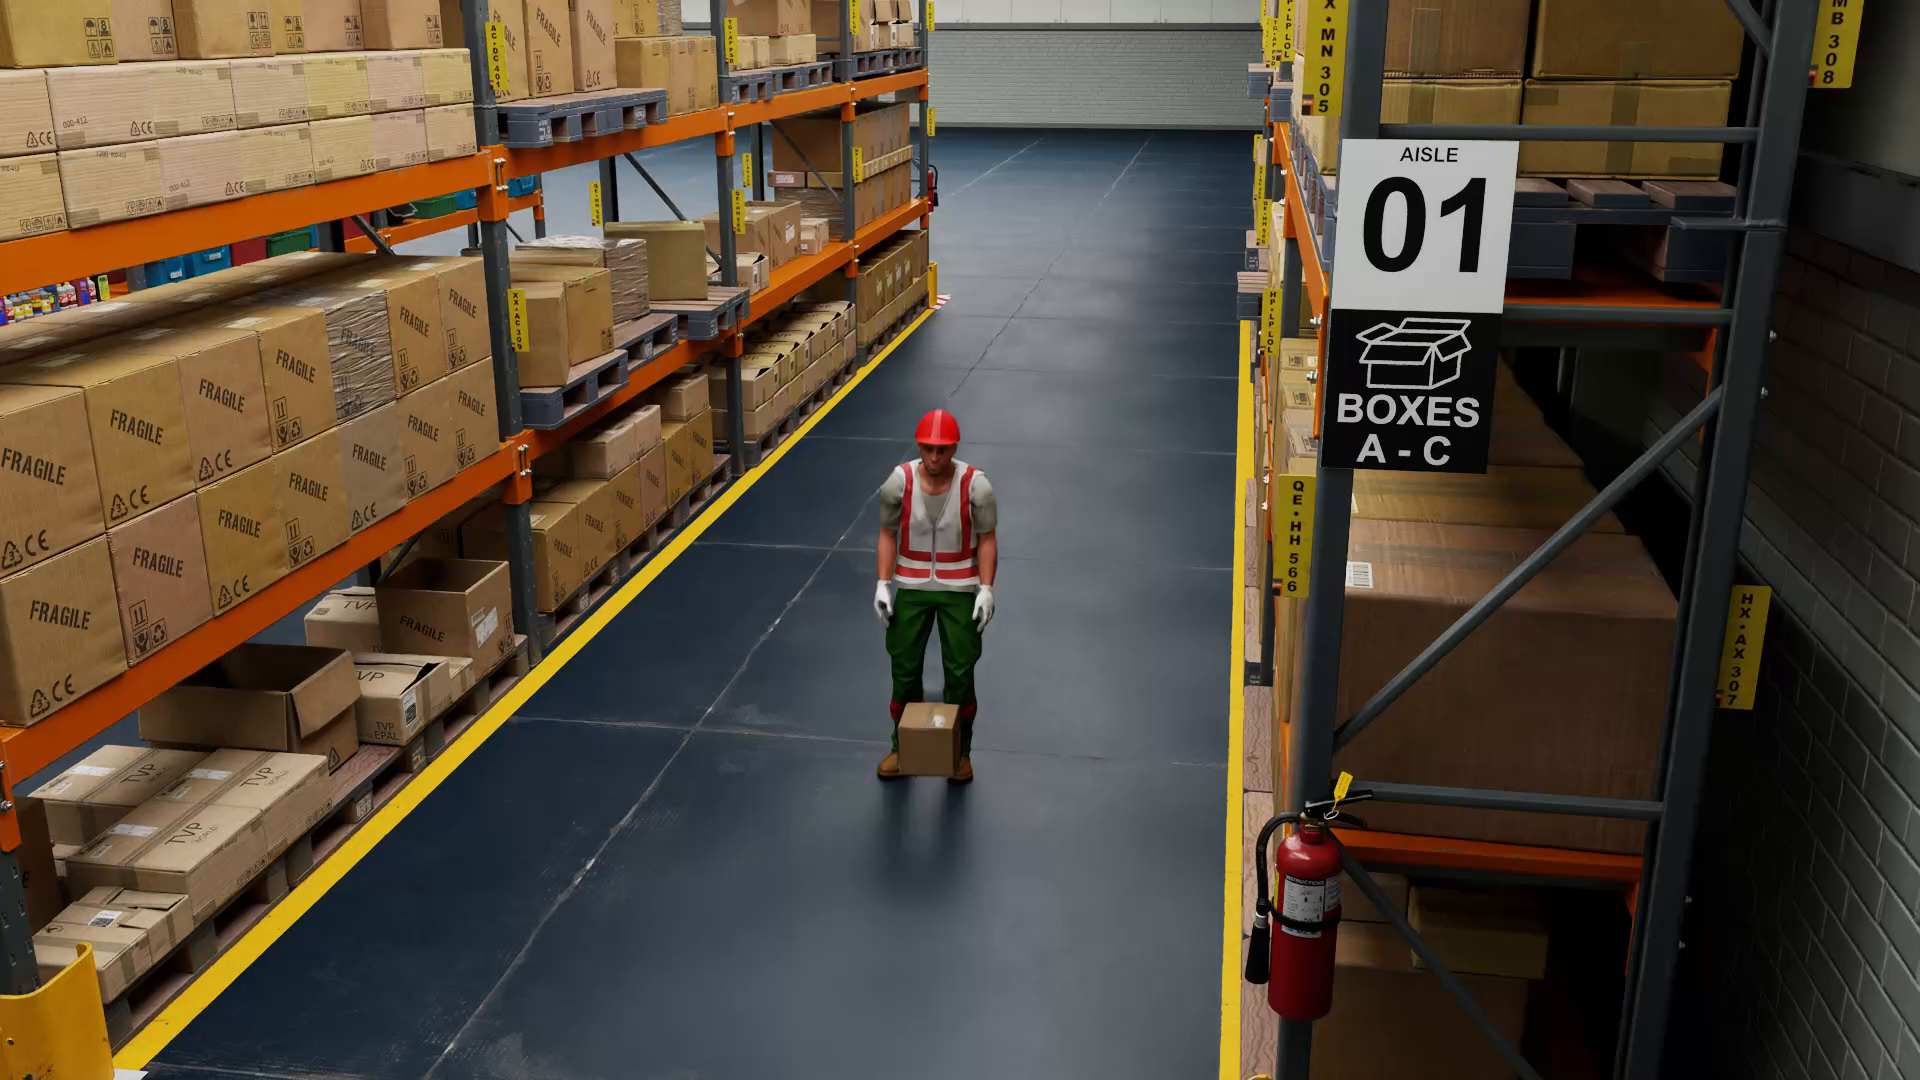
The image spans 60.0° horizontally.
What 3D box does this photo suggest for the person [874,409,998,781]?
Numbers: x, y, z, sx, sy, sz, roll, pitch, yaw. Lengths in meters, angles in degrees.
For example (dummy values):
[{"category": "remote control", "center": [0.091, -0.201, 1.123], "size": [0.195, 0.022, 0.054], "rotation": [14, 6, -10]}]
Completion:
[{"category": "person", "center": [-0.114, 0.250, 7.739], "size": [0.568, 1.781, 0.435], "rotation": [2, 18, 7]}]
